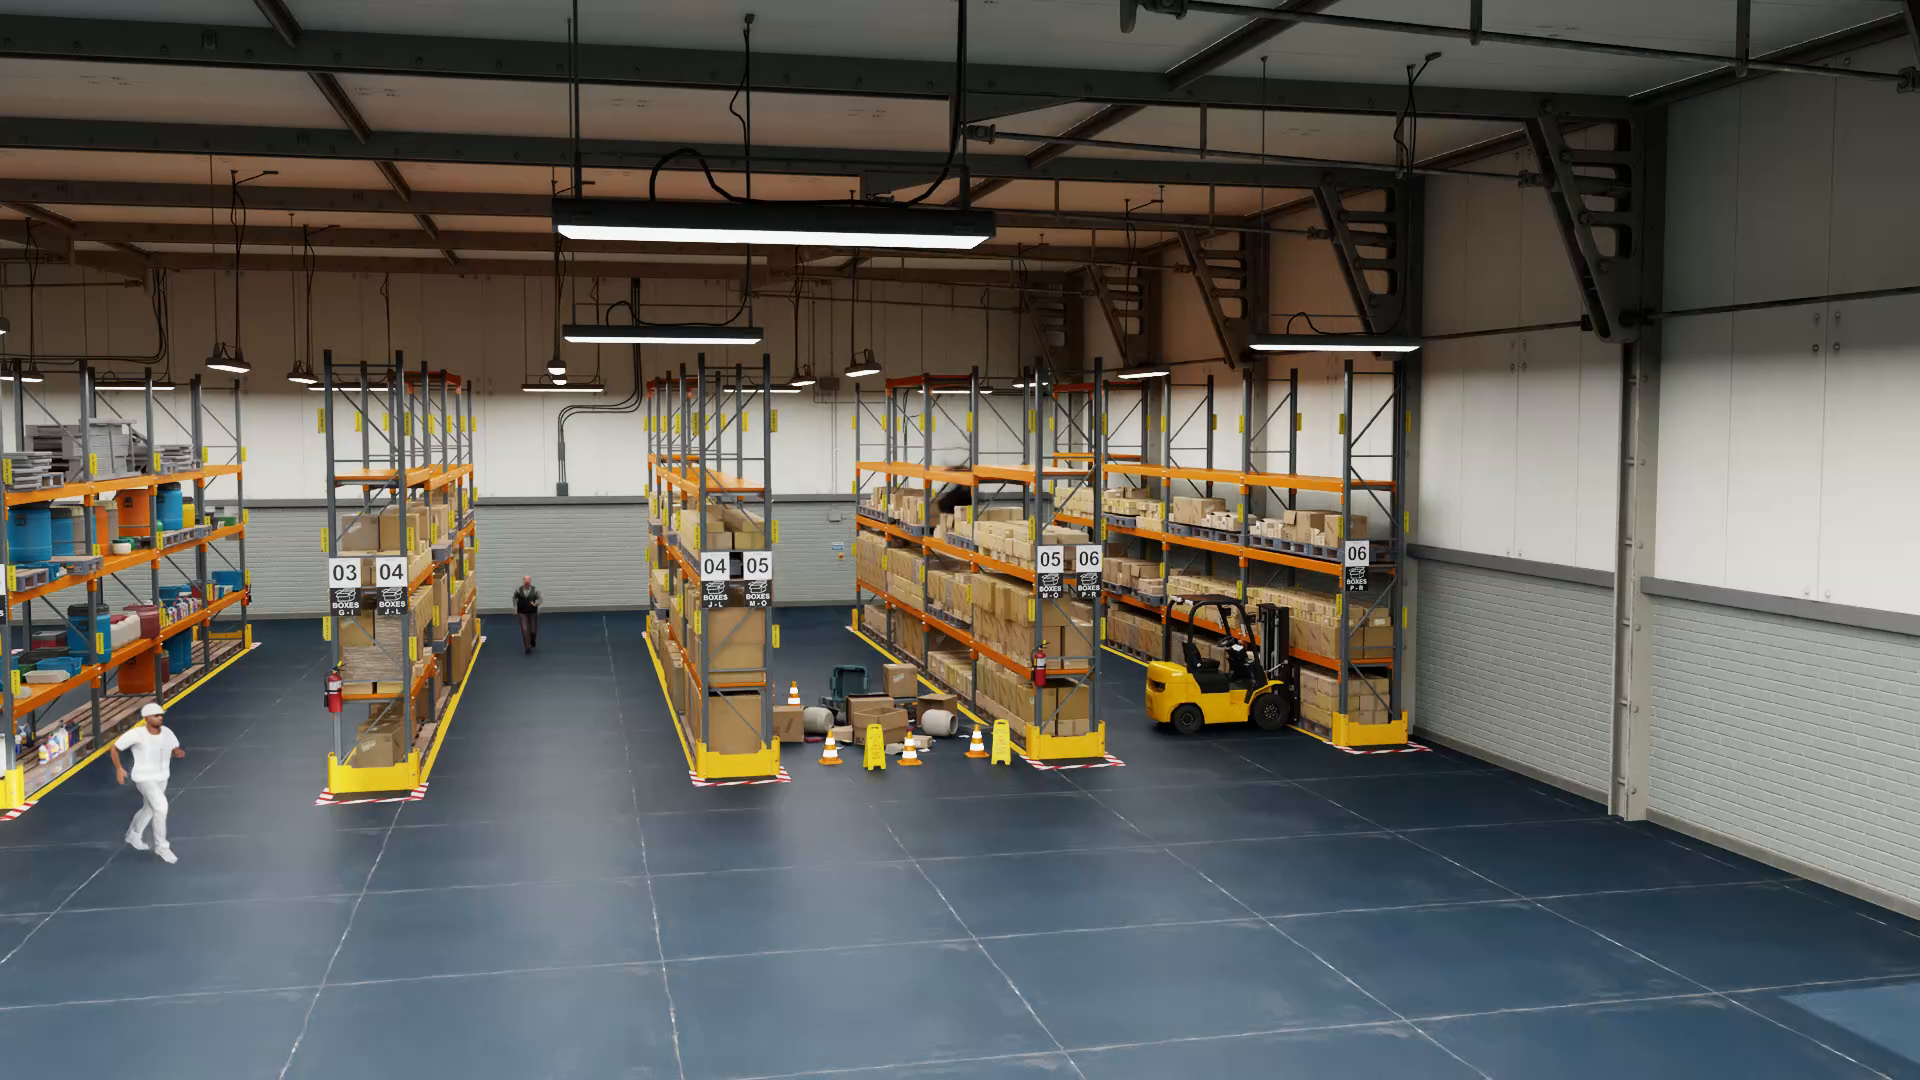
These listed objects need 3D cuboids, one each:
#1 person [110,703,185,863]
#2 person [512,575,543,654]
[{"bbox_3d":[-9.318,2.779,19.152,0.875,1.820,0.676,1,4,18],"label":"person"},{"bbox_3d":[-9.477,1.617,36.455,0.660,1.694,0.782,-1,4,-12],"label":"person"}]
